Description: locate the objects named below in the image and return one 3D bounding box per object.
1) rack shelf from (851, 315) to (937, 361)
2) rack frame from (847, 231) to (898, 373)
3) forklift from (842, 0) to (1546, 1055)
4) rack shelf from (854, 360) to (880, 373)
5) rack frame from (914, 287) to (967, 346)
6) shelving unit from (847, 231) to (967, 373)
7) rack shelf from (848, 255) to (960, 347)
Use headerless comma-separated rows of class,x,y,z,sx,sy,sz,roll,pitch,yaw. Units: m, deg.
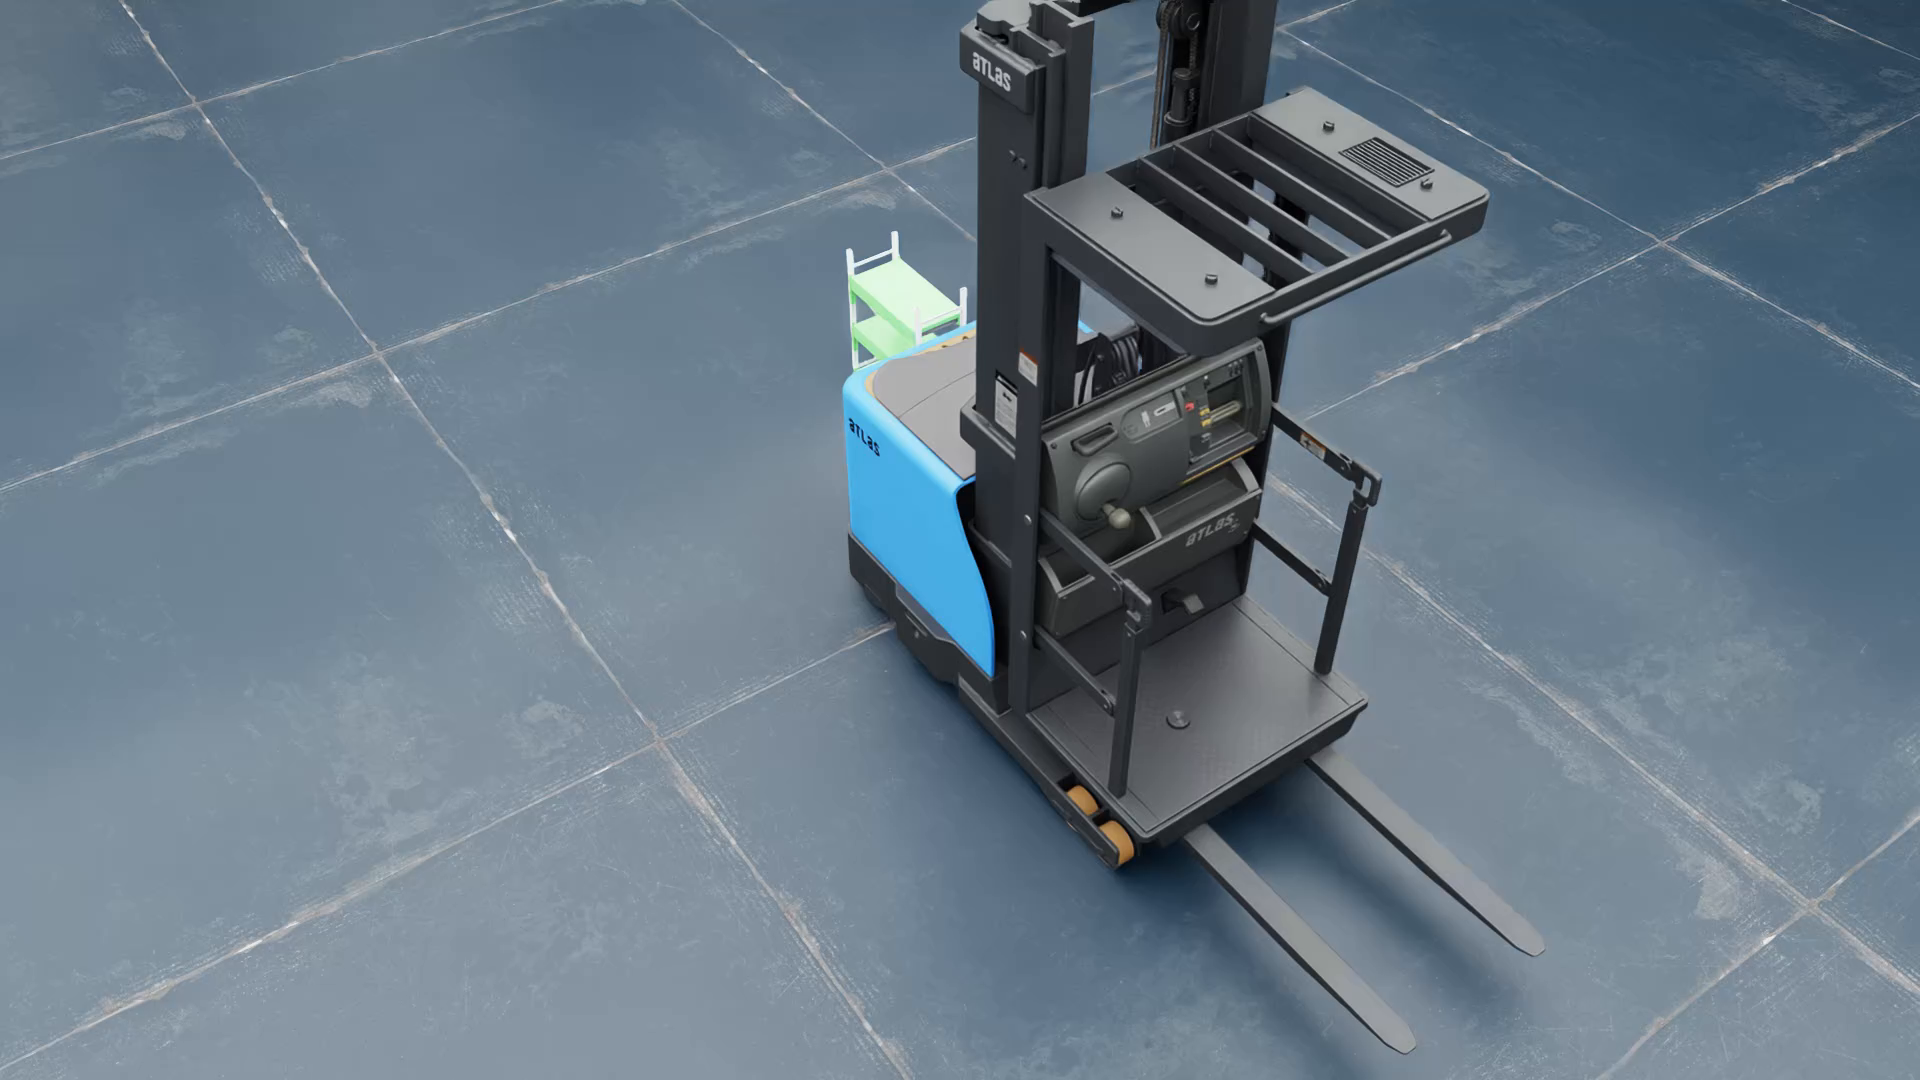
rack shelf,-0.217,-0.774,6.928,0.258,0.148,0.480,-26,49,-25
rack frame,-0.358,-0.784,7.194,0.240,1.200,0.015,-26,49,-25
forklift,0.795,-0.267,5.398,1.130,2.935,3.031,-26,49,-25
rack shelf,-0.217,-0.601,7.094,0.258,0.148,0.480,-26,49,-25
rack frame,-0.076,-0.509,6.906,0.240,1.200,0.015,-26,49,-25
shelving unit,-0.217,-0.647,7.050,0.258,1.200,0.503,-26,49,-25
rack shelf,-0.217,-0.948,6.762,0.258,0.148,0.480,-26,49,-25
